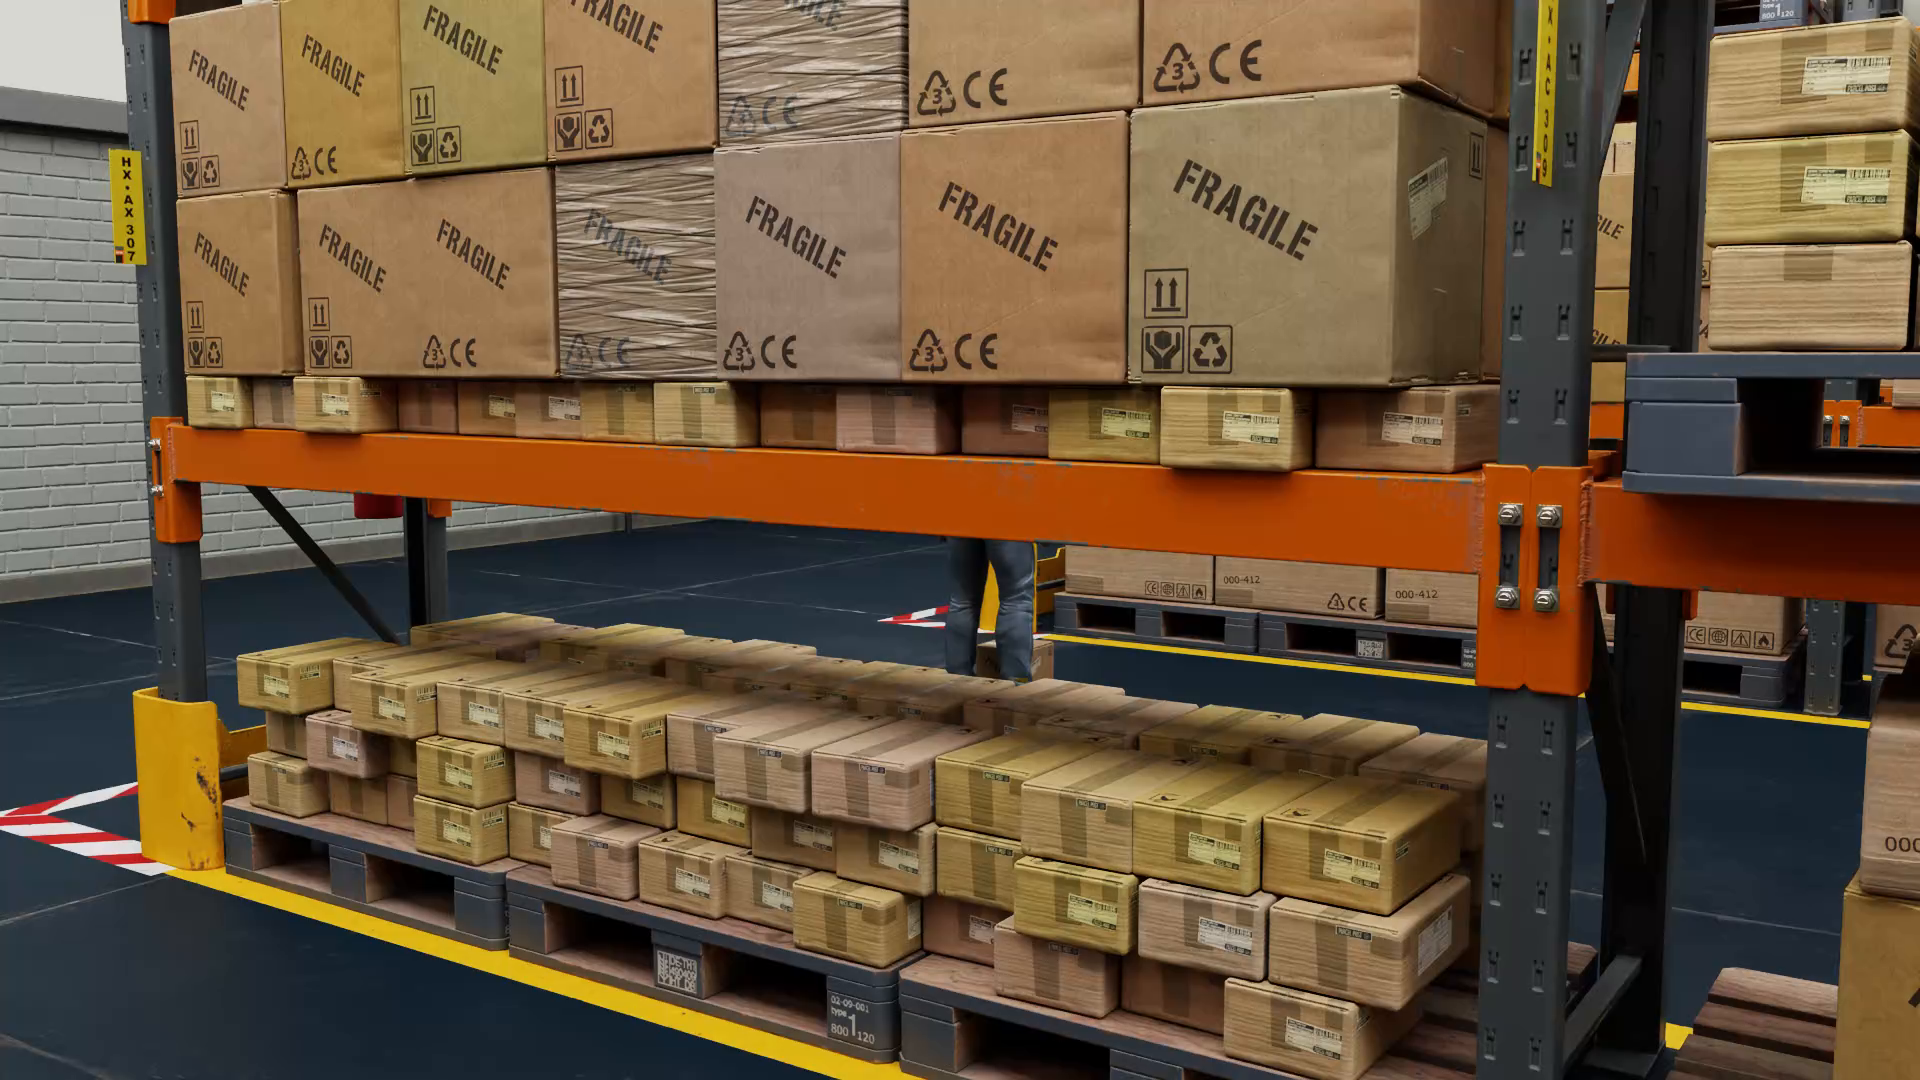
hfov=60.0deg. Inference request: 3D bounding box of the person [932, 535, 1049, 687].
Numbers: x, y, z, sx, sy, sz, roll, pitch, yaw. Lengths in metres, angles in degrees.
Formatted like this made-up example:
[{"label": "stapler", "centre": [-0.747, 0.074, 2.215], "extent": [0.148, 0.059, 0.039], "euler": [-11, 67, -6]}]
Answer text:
[{"label": "person", "centre": [0.128, -0.150, 7.065], "extent": [0.634, 1.760, 0.463], "euler": [4, 7, 33]}]
